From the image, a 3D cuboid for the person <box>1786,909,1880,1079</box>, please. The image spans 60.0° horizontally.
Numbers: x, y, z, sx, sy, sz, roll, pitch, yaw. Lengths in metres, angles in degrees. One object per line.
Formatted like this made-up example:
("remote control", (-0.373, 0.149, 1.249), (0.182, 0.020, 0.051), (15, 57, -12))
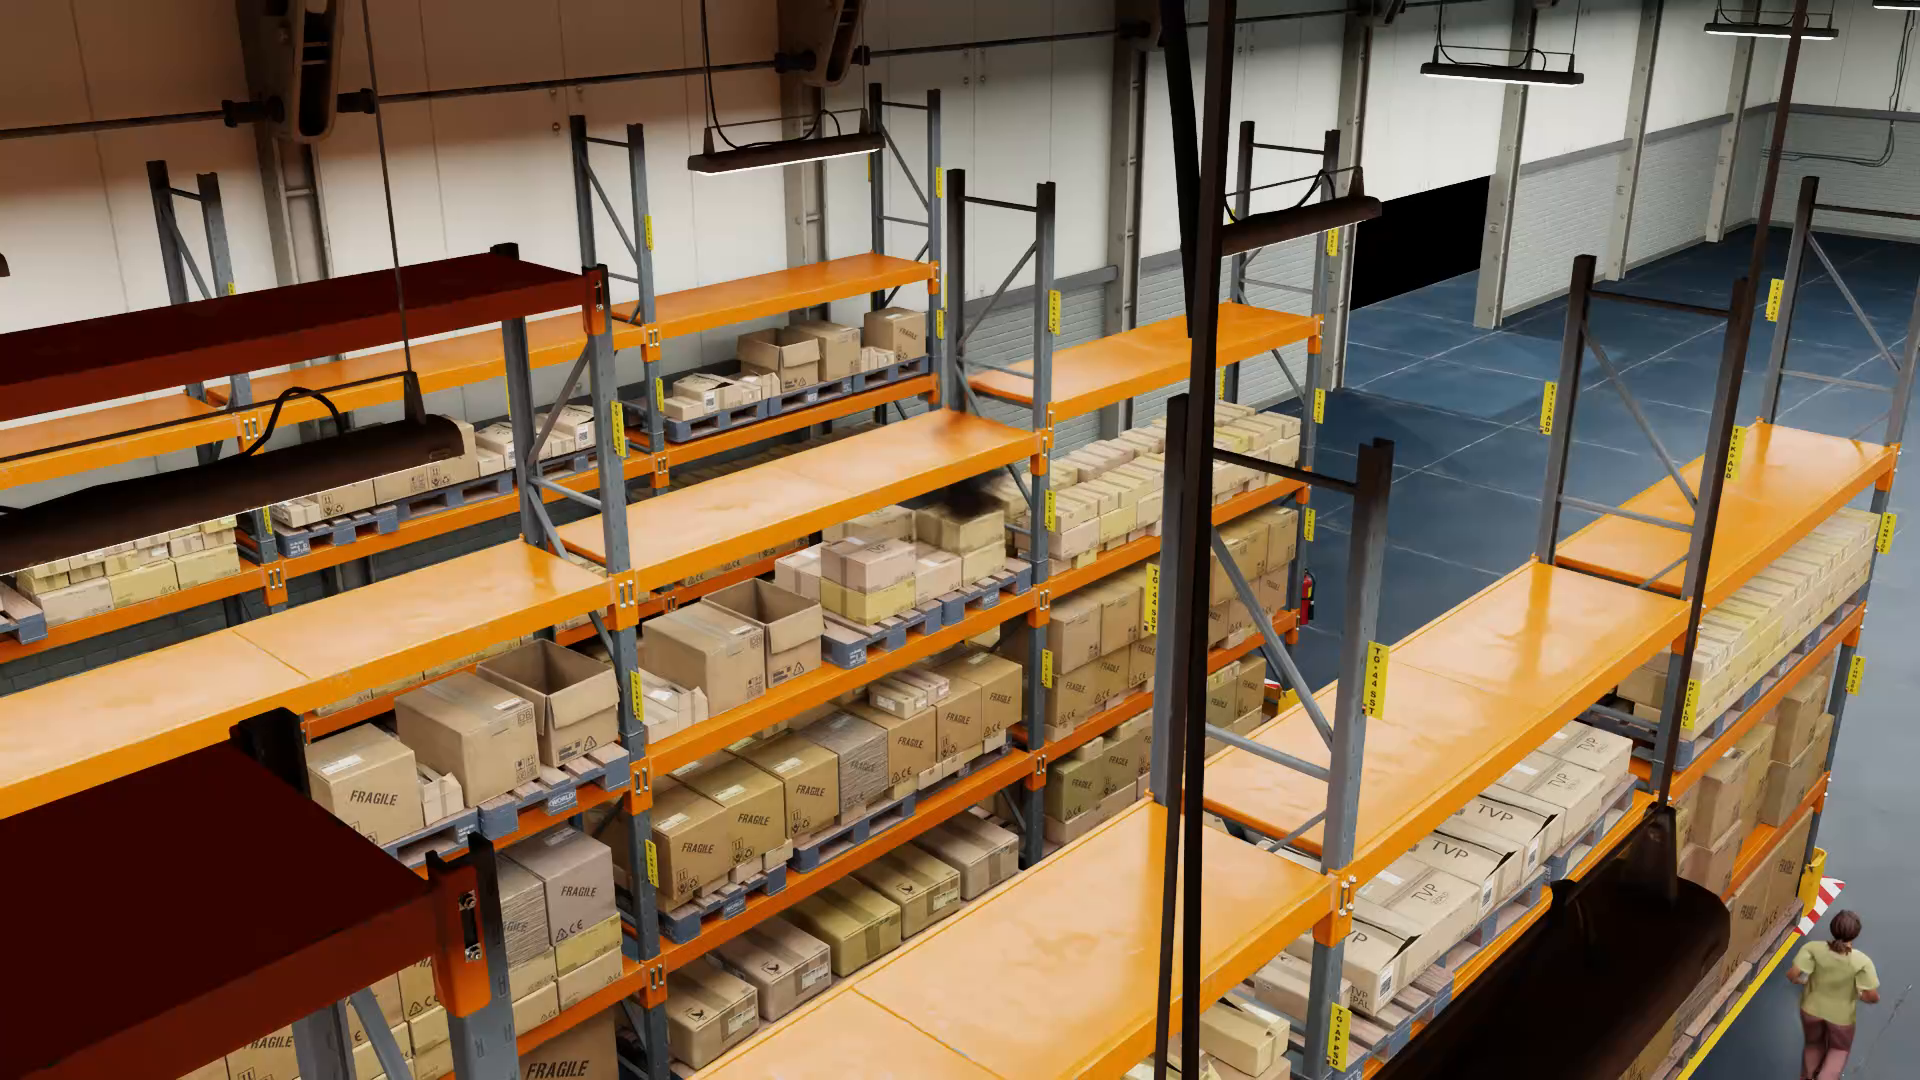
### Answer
("person", (5.924, 3.256, 11.378), (0.566, 1.624, 0.546), (14, 25, 32))
